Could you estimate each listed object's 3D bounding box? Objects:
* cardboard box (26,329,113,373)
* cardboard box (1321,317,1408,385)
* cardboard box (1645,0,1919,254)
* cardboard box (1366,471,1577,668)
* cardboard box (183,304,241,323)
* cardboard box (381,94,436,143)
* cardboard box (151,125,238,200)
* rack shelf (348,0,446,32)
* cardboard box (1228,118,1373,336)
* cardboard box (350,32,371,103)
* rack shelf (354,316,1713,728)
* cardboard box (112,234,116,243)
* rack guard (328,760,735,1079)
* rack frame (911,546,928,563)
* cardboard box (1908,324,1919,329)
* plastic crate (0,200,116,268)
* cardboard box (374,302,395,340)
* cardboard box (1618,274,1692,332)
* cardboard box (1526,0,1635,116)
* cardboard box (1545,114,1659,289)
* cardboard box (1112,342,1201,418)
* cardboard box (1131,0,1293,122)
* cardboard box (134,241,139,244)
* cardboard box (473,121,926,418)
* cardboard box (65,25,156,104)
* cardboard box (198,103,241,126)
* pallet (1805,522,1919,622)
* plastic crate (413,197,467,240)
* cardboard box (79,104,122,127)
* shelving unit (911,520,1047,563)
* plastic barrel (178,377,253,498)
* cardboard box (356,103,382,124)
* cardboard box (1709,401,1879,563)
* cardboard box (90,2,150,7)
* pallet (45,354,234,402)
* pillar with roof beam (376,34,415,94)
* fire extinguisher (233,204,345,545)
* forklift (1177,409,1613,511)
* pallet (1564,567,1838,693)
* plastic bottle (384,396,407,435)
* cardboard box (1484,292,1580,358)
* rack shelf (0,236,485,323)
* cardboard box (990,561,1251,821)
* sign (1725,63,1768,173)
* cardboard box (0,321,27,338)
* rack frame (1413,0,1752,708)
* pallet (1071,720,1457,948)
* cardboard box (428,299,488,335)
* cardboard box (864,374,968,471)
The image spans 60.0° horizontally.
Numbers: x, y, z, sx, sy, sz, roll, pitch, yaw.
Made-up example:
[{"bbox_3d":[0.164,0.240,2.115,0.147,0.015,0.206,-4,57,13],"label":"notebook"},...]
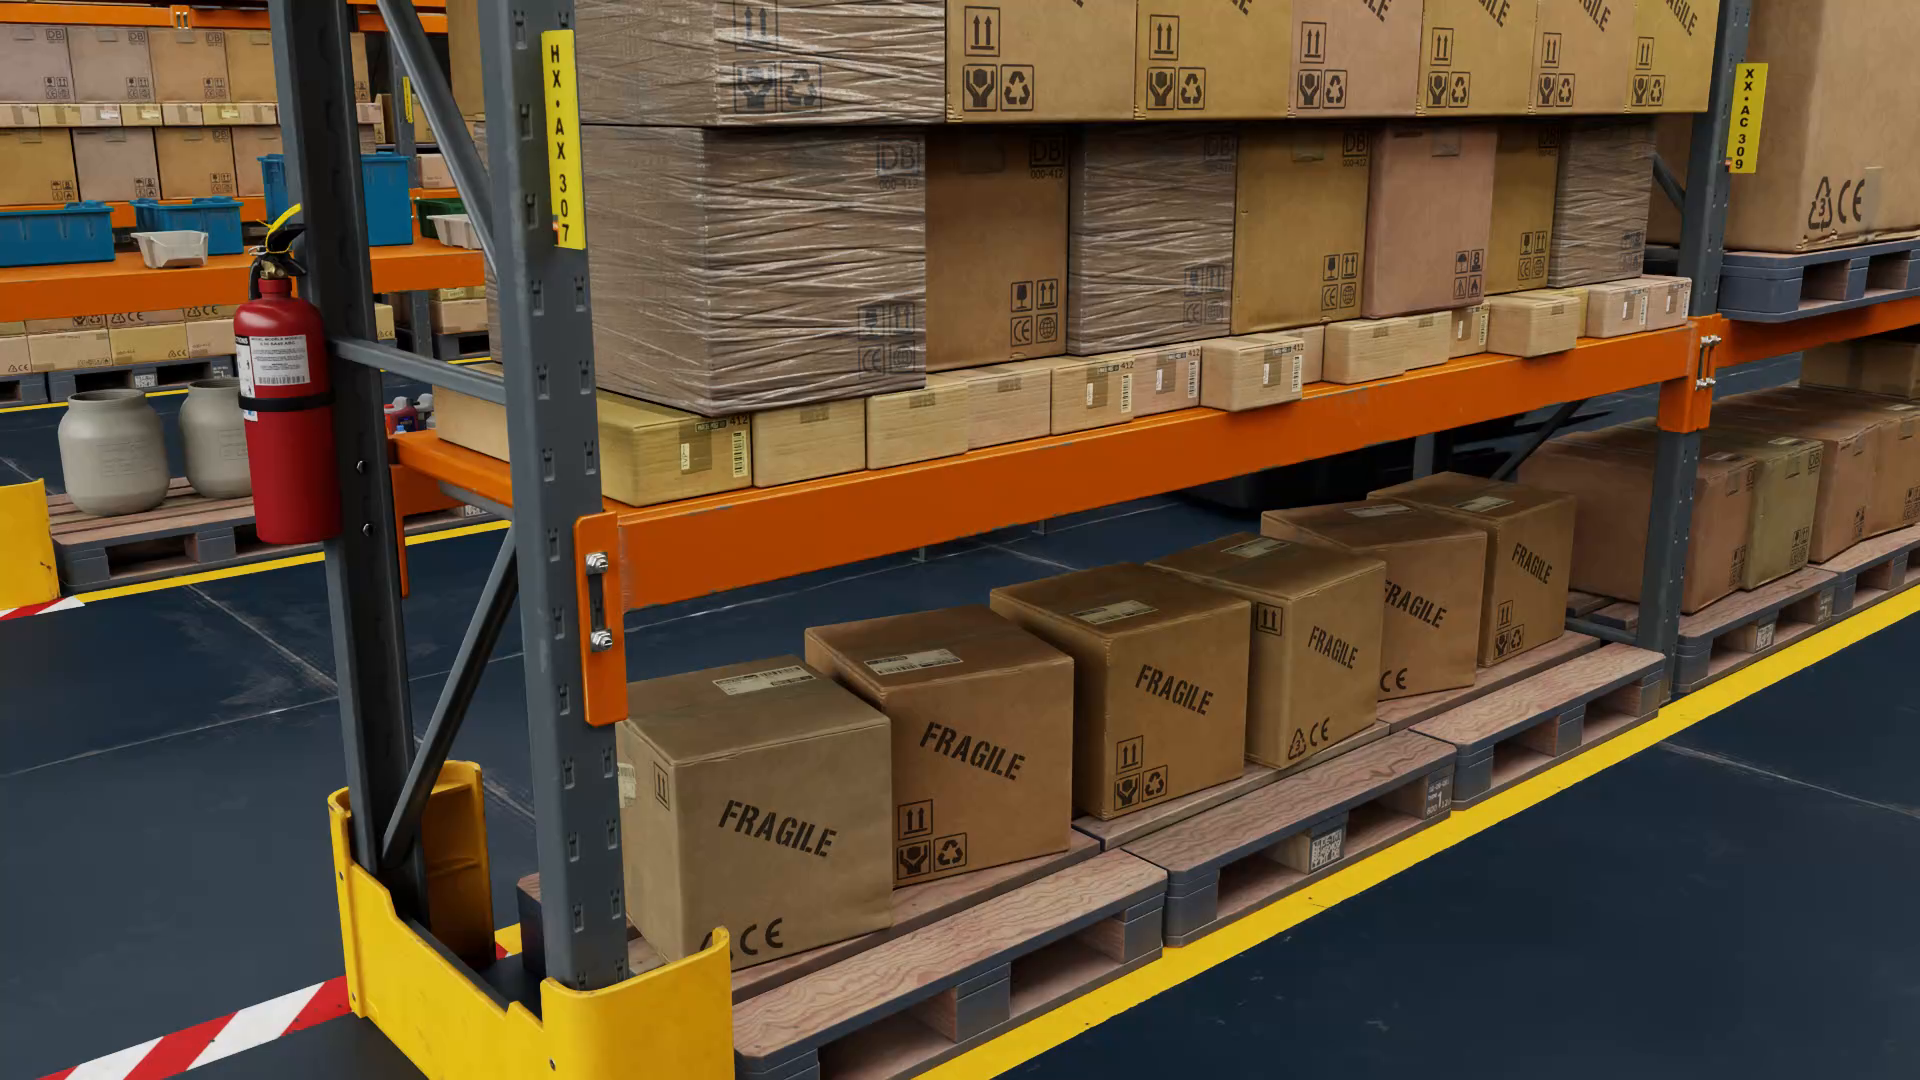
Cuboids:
[{"bbox_3d":[-6.167,-1.324,11.409,0.500,0.250,0.500,-13,19,-39],"label":"cardboard box"},{"bbox_3d":[0.938,-0.514,4.349,0.250,0.149,0.380,-13,19,-39],"label":"cardboard box"},{"bbox_3d":[2.739,-1.581,5.878,1.000,1.000,1.000,-12,19,-39],"label":"cardboard box"},{"bbox_3d":[1.720,0.084,5.652,0.500,0.500,0.500,-13,20,-41],"label":"cardboard box"},{"bbox_3d":[-5.418,-1.857,11.953,0.500,0.500,0.500,-13,19,-39],"label":"cardboard box"},{"bbox_3d":[-5.962,-4.515,17.794,0.500,0.500,0.700,-13,19,-39],"label":"cardboard box"},{"bbox_3d":[-5.557,-2.707,11.877,0.500,0.500,0.700,-12,19,-39],"label":"cardboard box"},{"bbox_3d":[-2.943,-4.350,13.805,4.000,0.370,1.077,-13,19,-39],"label":"rack shelf"},{"bbox_3d":[0.552,-0.849,4.348,0.500,0.500,0.875,-13,19,-39],"label":"cardboard box"},{"bbox_3d":[-4.783,-3.508,12.364,0.500,0.500,0.700,-13,19,-39],"label":"cardboard box"},{"bbox_3d":[0.539,-0.294,4.433,4.000,0.370,1.077,-13,19,-39],"label":"rack shelf"},{"bbox_3d":[-8.463,-2.695,16.017,0.500,0.500,0.500,14,21,43],"label":"cardboard box"},{"bbox_3d":[-0.912,0.892,3.442,0.348,0.500,1.175,-13,19,-39],"label":"rack guard"},{"bbox_3d":[-0.281,-0.661,7.320,0.023,1.500,0.400,-13,19,-39],"label":"rack frame"},{"bbox_3d":[4.580,-0.906,7.867,0.500,0.250,0.500,-12,19,-37],"label":"cardboard box"},{"bbox_3d":[-4.040,-1.338,7.236,0.616,0.251,0.499,-13,19,-39],"label":"plastic crate"},{"bbox_3d":[-4.658,-1.663,12.678,0.500,0.250,0.500,-13,19,-39],"label":"cardboard box"},{"bbox_3d":[2.079,-0.765,5.290,0.250,0.149,0.380,-13,19,-39],"label":"cardboard box"},{"bbox_3d":[1.513,-1.441,4.624,0.500,0.500,0.500,-13,19,-39],"label":"cardboard box"},{"bbox_3d":[1.668,-1.108,5.317,0.500,0.500,0.875,-13,19,-39],"label":"cardboard box"},{"bbox_3d":[0.341,-0.396,3.908,0.250,0.149,0.380,-13,19,-39],"label":"cardboard box"},{"bbox_3d":[0.382,-1.186,3.671,0.500,0.500,0.500,-13,19,-39],"label":"cardboard box"},{"bbox_3d":[-5.762,-1.959,12.334,0.500,0.500,0.500,-13,19,-39],"label":"cardboard box"},{"bbox_3d":[-0.537,-0.583,3.349,0.500,0.500,0.875,-13,19,-39],"label":"cardboard box"},{"bbox_3d":[-5.918,-3.253,11.409,0.500,0.500,0.700,-13,19,-39],"label":"cardboard box"},{"bbox_3d":[-5.285,-3.012,11.761,0.250,0.149,0.380,-13,20,-40],"label":"cardboard box"},{"bbox_3d":[3.555,0.027,7.241,1.213,0.211,1.003,-13,19,-39],"label":"pallet"},{"bbox_3d":[-2.413,-1.667,8.590,0.662,0.188,0.450,-13,19,-39],"label":"plastic crate"},{"bbox_3d":[-5.872,-2.879,11.263,0.250,0.149,0.380,-12,19,-39],"label":"cardboard box"},{"bbox_3d":[-0.005,-0.723,7.552,0.755,1.500,0.431,-13,19,-39],"label":"shelving unit"},{"bbox_3d":[-3.396,-0.479,7.739,0.421,0.512,0.421,0,15,0],"label":"plastic barrel"},{"bbox_3d":[-4.517,-3.184,12.405,0.250,0.149,0.380,-13,20,-39],"label":"cardboard box"},{"bbox_3d":[3.319,-0.257,6.892,0.700,0.500,0.500,14,20,42],"label":"cardboard box"},{"bbox_3d":[-7.927,-5.246,15.534,0.500,0.500,0.500,-12,19,-38],"label":"cardboard box"},{"bbox_3d":[-6.000,-1.228,11.939,1.213,0.211,1.003,-13,19,-39],"label":"pallet"},{"bbox_3d":[-3.412,-6.559,14.870,0.400,9.000,9.100,-13,19,-39],"label":"pillar with roof beam"},{"bbox_3d":[-1.358,-0.336,3.345,0.183,0.674,0.296,-13,19,-39],"label":"fire extinguisher"},{"bbox_3d":[2.358,-1.812,8.853,3.031,2.935,1.130,-10,18,-32],"label":"forklift"},{"bbox_3d":[2.634,0.235,6.463,1.213,0.211,1.003,-13,19,-39],"label":"pallet"},{"bbox_3d":[-2.915,-0.598,8.600,0.135,0.276,0.152,-12,19,-39],"label":"plastic bottle"},{"bbox_3d":[1.540,-0.630,4.784,0.250,0.149,0.380,-13,19,-39],"label":"cardboard box"},{"bbox_3d":[-2.712,-1.258,8.042,4.000,0.370,1.077,-13,19,-39],"label":"rack shelf"},{"bbox_3d":[0.426,0.389,4.511,0.500,0.500,0.500,-10,18,-34],"label":"cardboard box"},{"bbox_3d":[2.410,-1.294,5.106,0.005,0.325,0.100,-13,19,-39],"label":"sign"},{"bbox_3d":[-6.543,-1.601,10.994,0.500,0.500,0.500,-13,19,-39],"label":"cardboard box"},{"bbox_3d":[2.048,-0.980,5.608,0.127,3.000,1.000,-13,19,-39],"label":"rack frame"},{"bbox_3d":[0.644,0.695,4.739,1.213,0.211,1.003,-13,19,-39],"label":"pallet"},{"bbox_3d":[-3.985,-1.804,13.206,0.500,0.250,0.500,-13,20,-41],"label":"cardboard box"},{"bbox_3d":[-0.198,-0.261,3.403,0.250,0.149,0.380,-13,19,-39],"label":"cardboard box"}]
